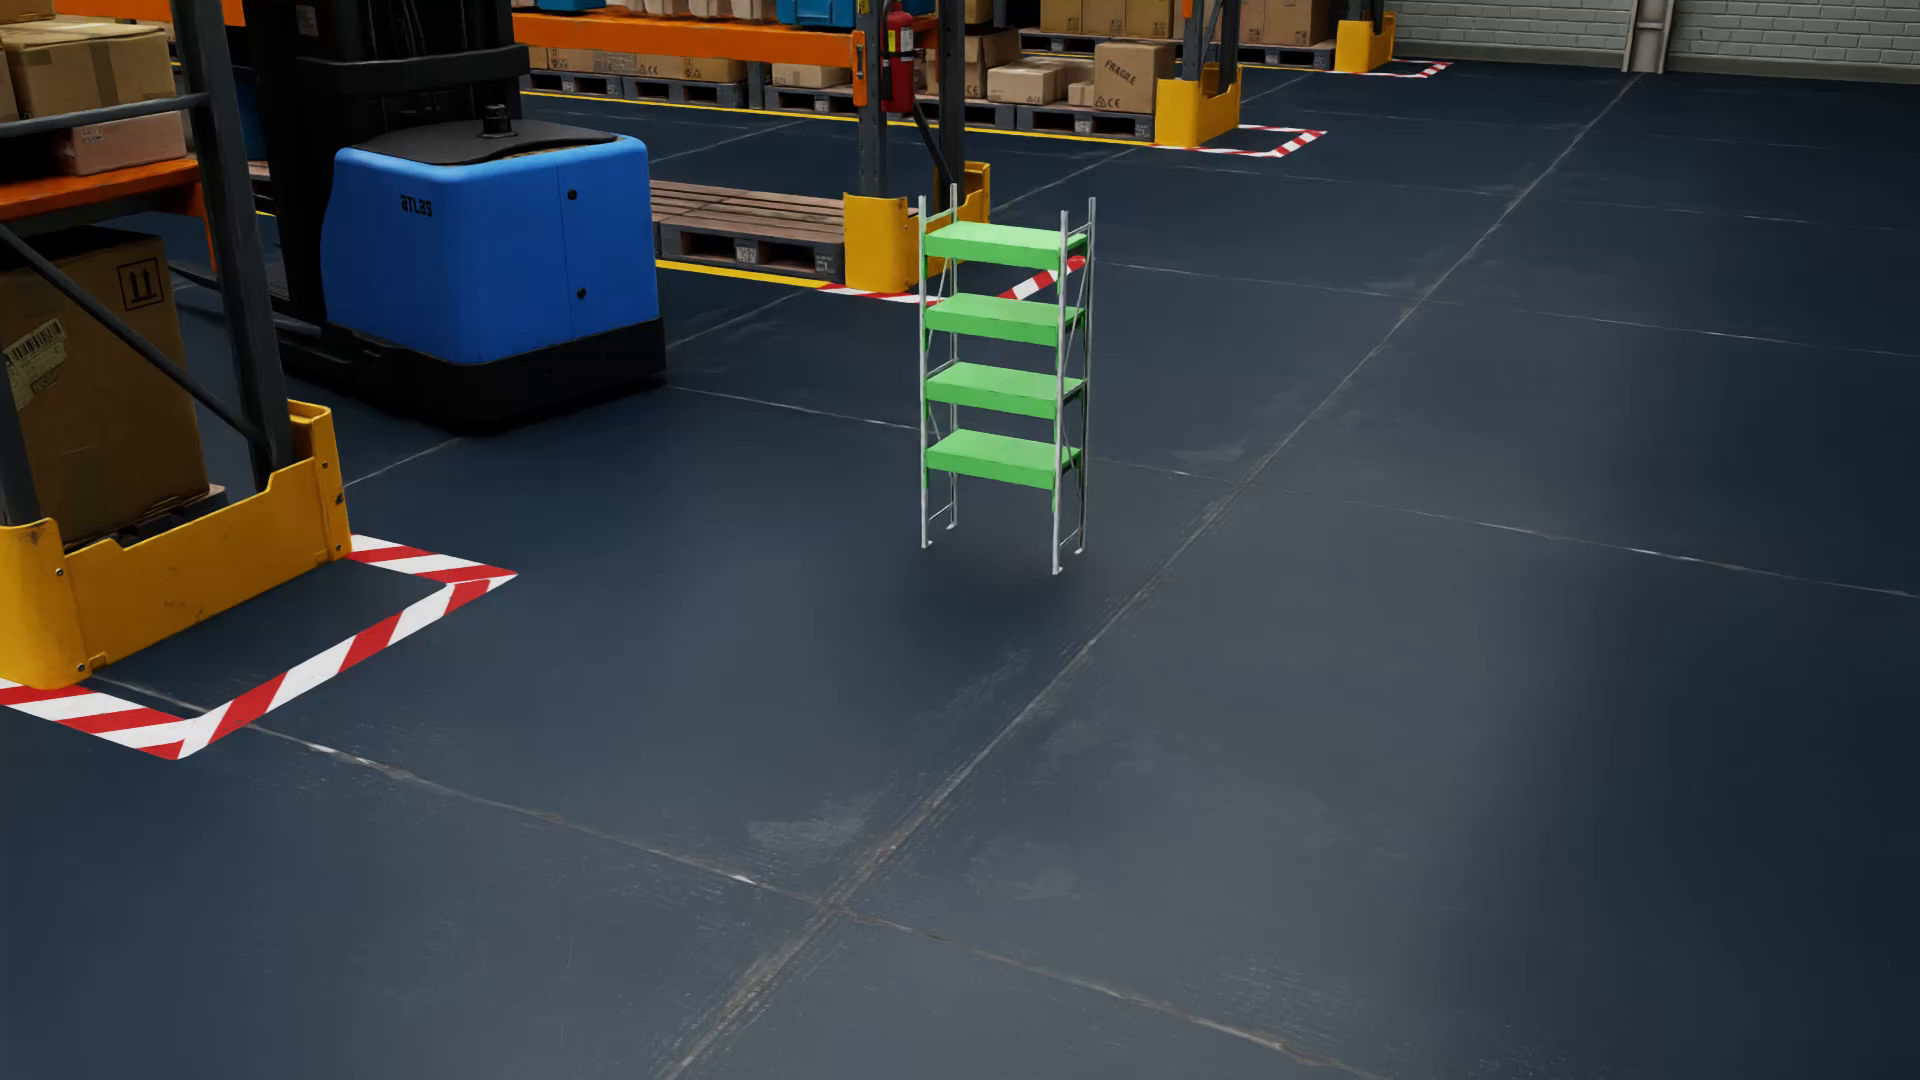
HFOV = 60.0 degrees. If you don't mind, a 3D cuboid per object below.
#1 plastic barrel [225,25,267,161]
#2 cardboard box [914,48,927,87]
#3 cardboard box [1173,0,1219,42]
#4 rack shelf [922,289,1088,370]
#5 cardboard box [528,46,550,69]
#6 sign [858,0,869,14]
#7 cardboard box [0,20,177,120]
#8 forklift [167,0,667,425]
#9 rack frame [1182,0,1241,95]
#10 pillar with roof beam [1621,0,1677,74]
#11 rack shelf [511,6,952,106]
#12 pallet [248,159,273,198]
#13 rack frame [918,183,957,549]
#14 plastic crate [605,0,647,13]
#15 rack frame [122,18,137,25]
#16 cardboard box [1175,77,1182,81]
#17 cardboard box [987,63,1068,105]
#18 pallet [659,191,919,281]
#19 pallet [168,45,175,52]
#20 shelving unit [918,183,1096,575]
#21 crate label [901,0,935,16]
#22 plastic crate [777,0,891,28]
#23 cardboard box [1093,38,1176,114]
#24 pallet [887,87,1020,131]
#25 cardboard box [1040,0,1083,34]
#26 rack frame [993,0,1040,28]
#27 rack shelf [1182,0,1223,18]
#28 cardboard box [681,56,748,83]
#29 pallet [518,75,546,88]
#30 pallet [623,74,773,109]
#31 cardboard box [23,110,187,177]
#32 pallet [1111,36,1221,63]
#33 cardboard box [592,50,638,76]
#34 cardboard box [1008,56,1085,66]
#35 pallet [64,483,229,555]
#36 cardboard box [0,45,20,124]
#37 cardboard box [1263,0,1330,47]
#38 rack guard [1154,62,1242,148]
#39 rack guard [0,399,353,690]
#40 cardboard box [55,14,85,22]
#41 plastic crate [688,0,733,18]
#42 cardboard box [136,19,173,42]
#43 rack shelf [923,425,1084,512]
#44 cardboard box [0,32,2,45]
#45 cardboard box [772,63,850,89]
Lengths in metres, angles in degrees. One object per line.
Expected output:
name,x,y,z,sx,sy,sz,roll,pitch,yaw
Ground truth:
plastic barrel,-4.929,-3.072,11.286,0.708,0.901,0.600,11,25,25
cardboard box,-0.275,-4.178,14.615,0.500,0.311,0.500,11,25,25
cardboard box,2.655,-5.680,17.930,0.500,0.500,0.700,10,25,23
rack shelf,0.148,-0.685,5.378,0.480,0.148,0.258,11,25,25
cardboard box,-3.959,-4.744,15.705,0.500,0.500,0.500,11,25,24
sign,-0.484,-2.791,8.272,0.005,0.325,0.100,11,25,25
cardboard box,-2.791,-1.428,5.087,0.500,0.250,0.500,10,25,23
forklift,-2.741,-2.280,7.367,3.031,2.935,1.130,19,29,37
rack frame,1.988,-4.640,12.829,0.127,3.000,1.000,11,25,25
pillar with roof beam,5.078,-7.454,11.778,0.400,9.000,9.100,11,25,25
rack shelf,-2.035,-2.933,9.734,4.000,0.370,1.077,11,25,25
pallet,-4.489,-2.485,11.324,1.213,0.211,1.003,11,25,25
rack frame,-0.070,-0.566,5.548,0.015,1.200,0.240,11,25,25
plastic crate,-1.844,-3.041,9.328,0.250,0.136,0.298,11,25,25
rack frame,-8.721,-6.759,17.811,0.127,3.000,1.000,11,25,25
cardboard box,1.770,-3.725,13.757,0.250,0.149,0.380,11,25,25
cardboard box,0.558,-3.766,13.723,0.500,0.250,0.500,11,25,25
pallet,-0.968,-1.787,9.682,1.213,0.211,1.003,11,25,25
pallet,-9.411,-5.631,18.722,1.213,0.211,1.003,11,25,25
shelving unit,0.148,-0.523,5.446,0.503,1.200,0.258,11,25,25
crate label,-0.322,-3.020,9.156,0.303,0.233,0.416,11,25,25
plastic crate,-0.633,-2.949,8.729,0.499,0.435,0.616,11,25,25
cardboard box,1.392,-3.703,13.255,0.500,0.500,0.500,11,25,25
pallet,0.124,-3.727,14.244,1.213,0.211,1.003,11,25,25
cardboard box,1.272,-5.953,18.572,0.500,0.500,0.700,12,26,25
rack frame,0.651,-7.077,18.559,0.127,3.000,1.000,11,25,25
rack shelf,0.204,-4.663,13.800,4.000,0.370,1.077,11,25,25
cardboard box,-2.151,-4.386,14.862,0.500,0.500,0.500,11,25,24
pallet,-4.502,-4.625,16.355,1.213,0.211,1.003,11,25,25
pallet,-2.324,-4.194,15.342,1.213,0.211,1.003,11,25,25
cardboard box,-2.653,-1.244,5.162,0.250,0.149,0.380,12,26,25
pallet,2.387,-5.418,18.220,1.213,0.211,1.003,11,25,25
cardboard box,-3.036,-4.565,15.283,0.500,0.500,0.500,12,26,25
cardboard box,0.739,-3.949,14.155,0.500,0.250,0.500,11,25,25
pallet,-3.233,-0.012,5.508,1.213,0.211,1.003,11,25,25
cardboard box,-3.037,-1.242,4.649,0.500,0.250,0.500,11,25,24
cardboard box,3.550,-5.503,17.514,0.500,0.500,0.700,11,25,25
rack guard,1.921,-3.504,13.350,0.348,0.500,1.175,11,25,25
rack guard,-2.463,-0.027,5.174,0.348,0.500,1.175,11,25,25
cardboard box,-9.675,-5.785,18.496,0.500,0.250,0.500,11,25,25
plastic crate,-1.311,-2.954,9.124,0.243,0.136,0.396,11,25,25
cardboard box,-8.472,-5.530,17.896,0.500,0.250,0.500,11,25,23
rack shelf,0.148,-0.243,5.565,0.480,0.148,0.258,11,25,25
cardboard box,-3.038,-1.588,4.506,0.500,0.500,0.500,12,26,25
cardboard box,-1.304,-4.162,14.578,0.500,0.311,0.500,11,25,25
